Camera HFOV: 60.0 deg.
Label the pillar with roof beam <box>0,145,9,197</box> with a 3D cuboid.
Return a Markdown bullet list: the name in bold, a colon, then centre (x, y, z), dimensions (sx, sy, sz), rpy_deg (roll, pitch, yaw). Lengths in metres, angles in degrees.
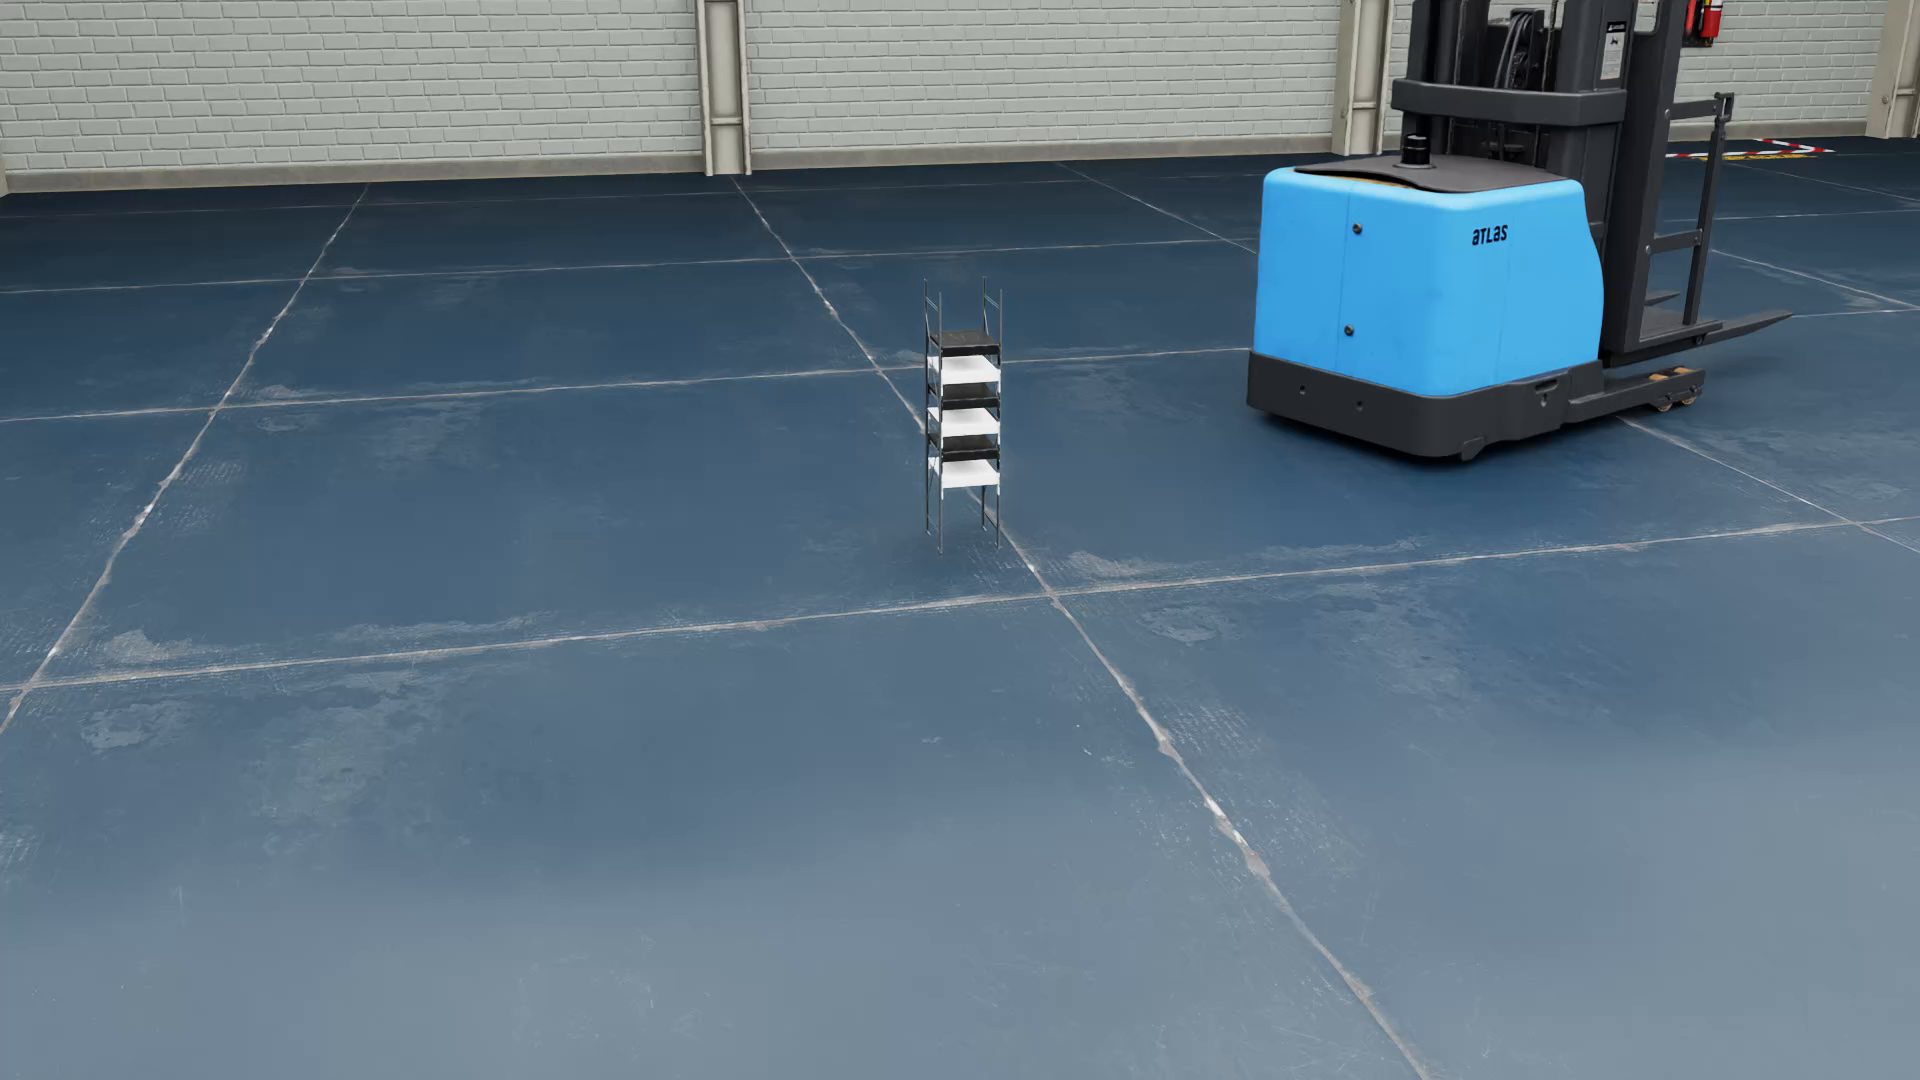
- **pillar with roof beam**: centre (-6.895, -5.541, 7.859), dimensions (0.400, 9.000, 9.100), rpy_deg (-5, 21, -12)

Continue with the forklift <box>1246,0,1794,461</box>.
- **forklift**: centre (2.726, -2.074, 7.214), dimensions (3.031, 2.935, 1.130), rpy_deg (-15, 25, -34)

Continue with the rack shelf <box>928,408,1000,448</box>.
- **rack shelf**: centre (0.008, -0.392, 5.673), dimensions (0.200, 0.077, 0.258), rpy_deg (-5, 21, -12)

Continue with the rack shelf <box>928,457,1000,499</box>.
- **rack shelf**: centre (0.008, -0.223, 5.735), dimensions (0.200, 0.077, 0.258), rpy_deg (-5, 21, -12)

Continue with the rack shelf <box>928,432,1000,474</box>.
- **rack shelf**: centre (0.008, -0.307, 5.704), dimensions (0.200, 0.077, 0.258), rpy_deg (-5, 21, -12)

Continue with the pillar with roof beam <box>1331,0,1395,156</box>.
- **pillar with roof beam**: centre (4.783, -6.491, 10.452), dimensions (0.400, 9.000, 9.100), rpy_deg (-5, 21, -12)

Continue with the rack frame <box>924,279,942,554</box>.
- **rack frame**: centre (-0.091, -0.415, 5.640), dimensions (0.006, 0.900, 0.240), rpy_deg (-5, 21, -12)

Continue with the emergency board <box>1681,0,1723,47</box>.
- **emergency board**: centre (7.218, -5.407, 16.215), dimensions (0.643, 1.169, 0.194), rpy_deg (-5, 21, -12)

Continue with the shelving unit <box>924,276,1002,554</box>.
- **shelving unit**: centre (0.008, -0.423, 5.662), dimensions (0.210, 0.900, 0.258), rpy_deg (-5, 21, -12)

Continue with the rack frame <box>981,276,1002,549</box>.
- **rack frame**: centre (0.107, -0.431, 5.684), dimensions (0.006, 0.900, 0.240), rpy_deg (-5, 21, -12)

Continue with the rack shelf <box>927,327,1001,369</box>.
- **rack shelf**: centre (0.008, -0.645, 5.580), dimensions (0.200, 0.077, 0.258), rpy_deg (-5, 21, -12)

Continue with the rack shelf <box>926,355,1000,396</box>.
- **rack shelf**: centre (0.008, -0.561, 5.611), dimensions (0.200, 0.077, 0.258), rpy_deg (-5, 21, -12)

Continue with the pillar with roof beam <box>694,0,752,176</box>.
- **pillar with roof beam**: centre (-1.056, -6.016, 9.156), dimensions (0.400, 9.000, 9.100), rpy_deg (-5, 21, -12)

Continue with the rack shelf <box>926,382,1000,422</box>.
- **rack shelf**: centre (0.008, -0.476, 5.642), dimensions (0.200, 0.077, 0.258), rpy_deg (-5, 21, -12)

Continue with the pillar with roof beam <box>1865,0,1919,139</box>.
- **pillar with roof beam**: centre (10.622, -6.966, 11.748), dimensions (0.400, 9.000, 9.100), rpy_deg (-5, 21, -12)
